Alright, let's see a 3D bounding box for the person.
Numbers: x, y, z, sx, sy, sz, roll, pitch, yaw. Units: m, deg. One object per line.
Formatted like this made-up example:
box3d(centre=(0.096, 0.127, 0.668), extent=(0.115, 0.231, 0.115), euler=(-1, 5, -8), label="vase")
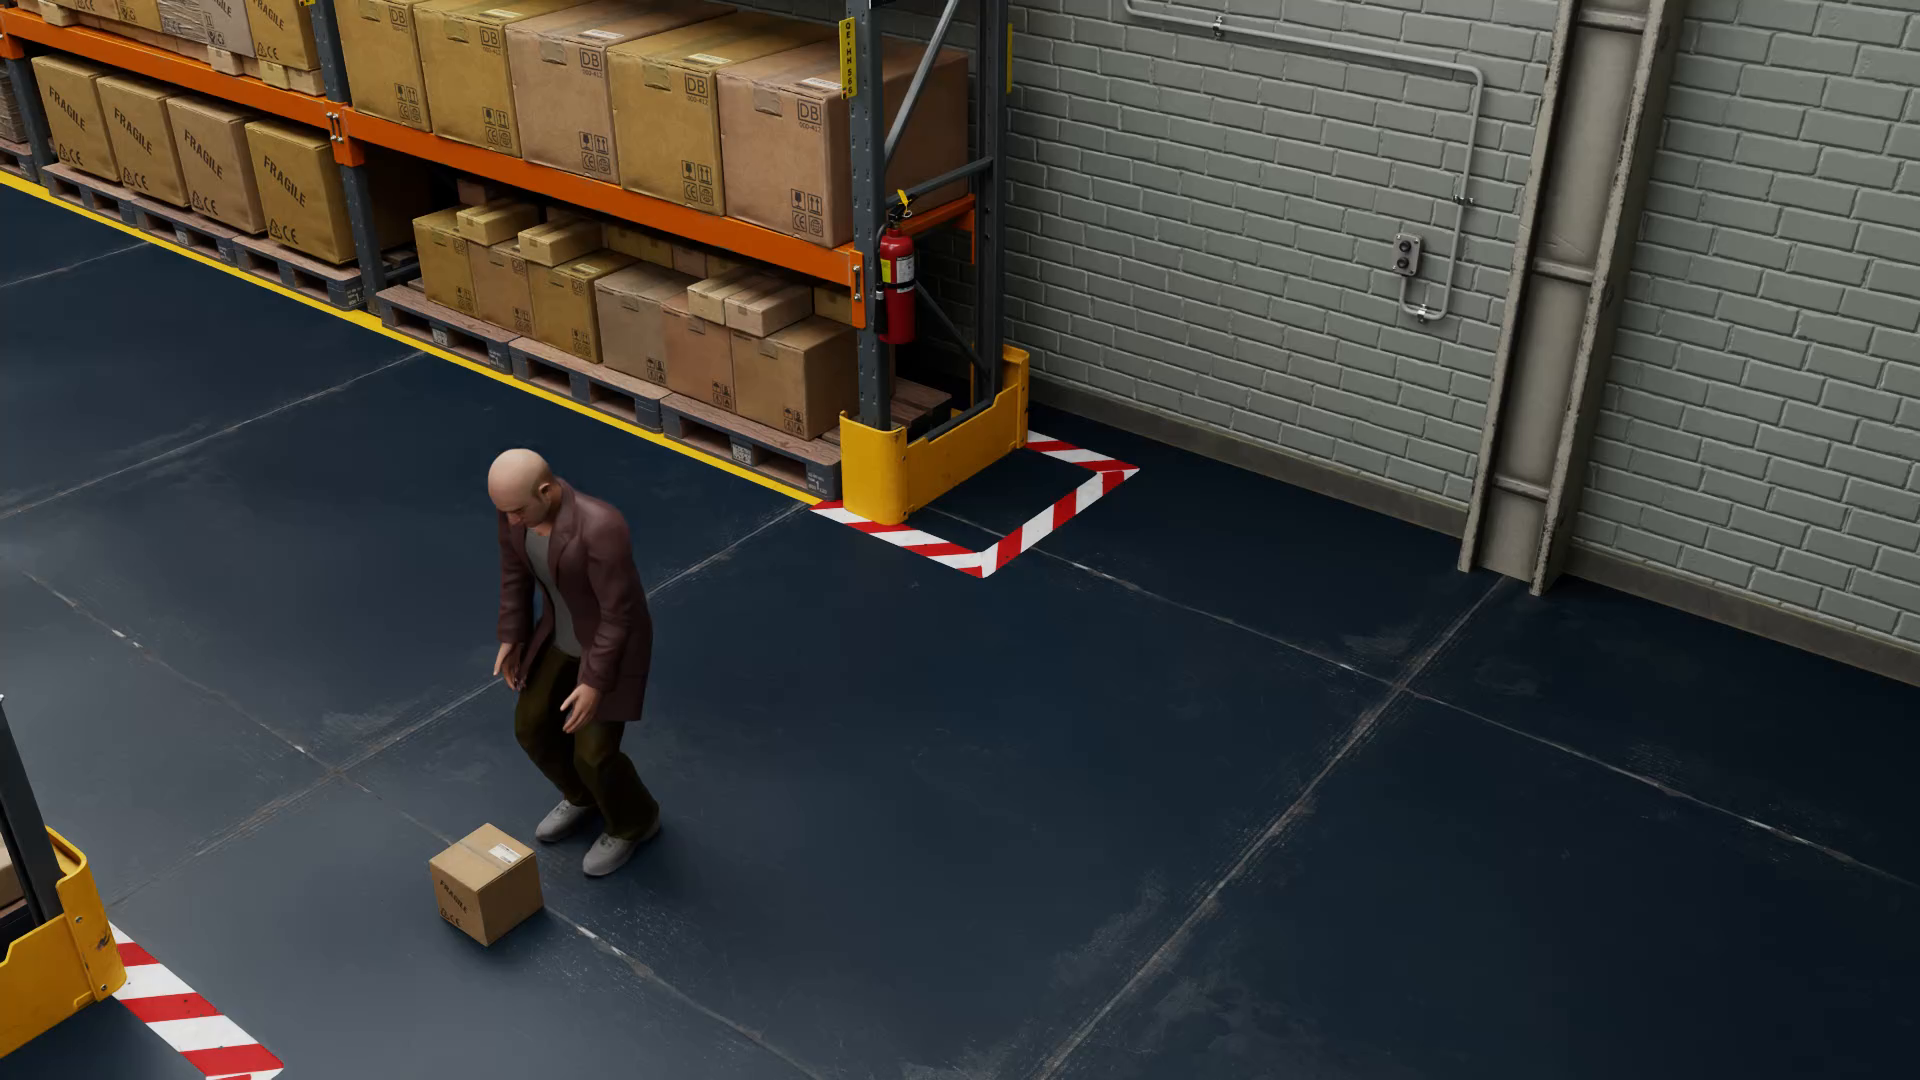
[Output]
box3d(centre=(-1.285, 0.375, 5.642), extent=(0.611, 1.653, 0.522), euler=(22, 37, 32), label="person")
